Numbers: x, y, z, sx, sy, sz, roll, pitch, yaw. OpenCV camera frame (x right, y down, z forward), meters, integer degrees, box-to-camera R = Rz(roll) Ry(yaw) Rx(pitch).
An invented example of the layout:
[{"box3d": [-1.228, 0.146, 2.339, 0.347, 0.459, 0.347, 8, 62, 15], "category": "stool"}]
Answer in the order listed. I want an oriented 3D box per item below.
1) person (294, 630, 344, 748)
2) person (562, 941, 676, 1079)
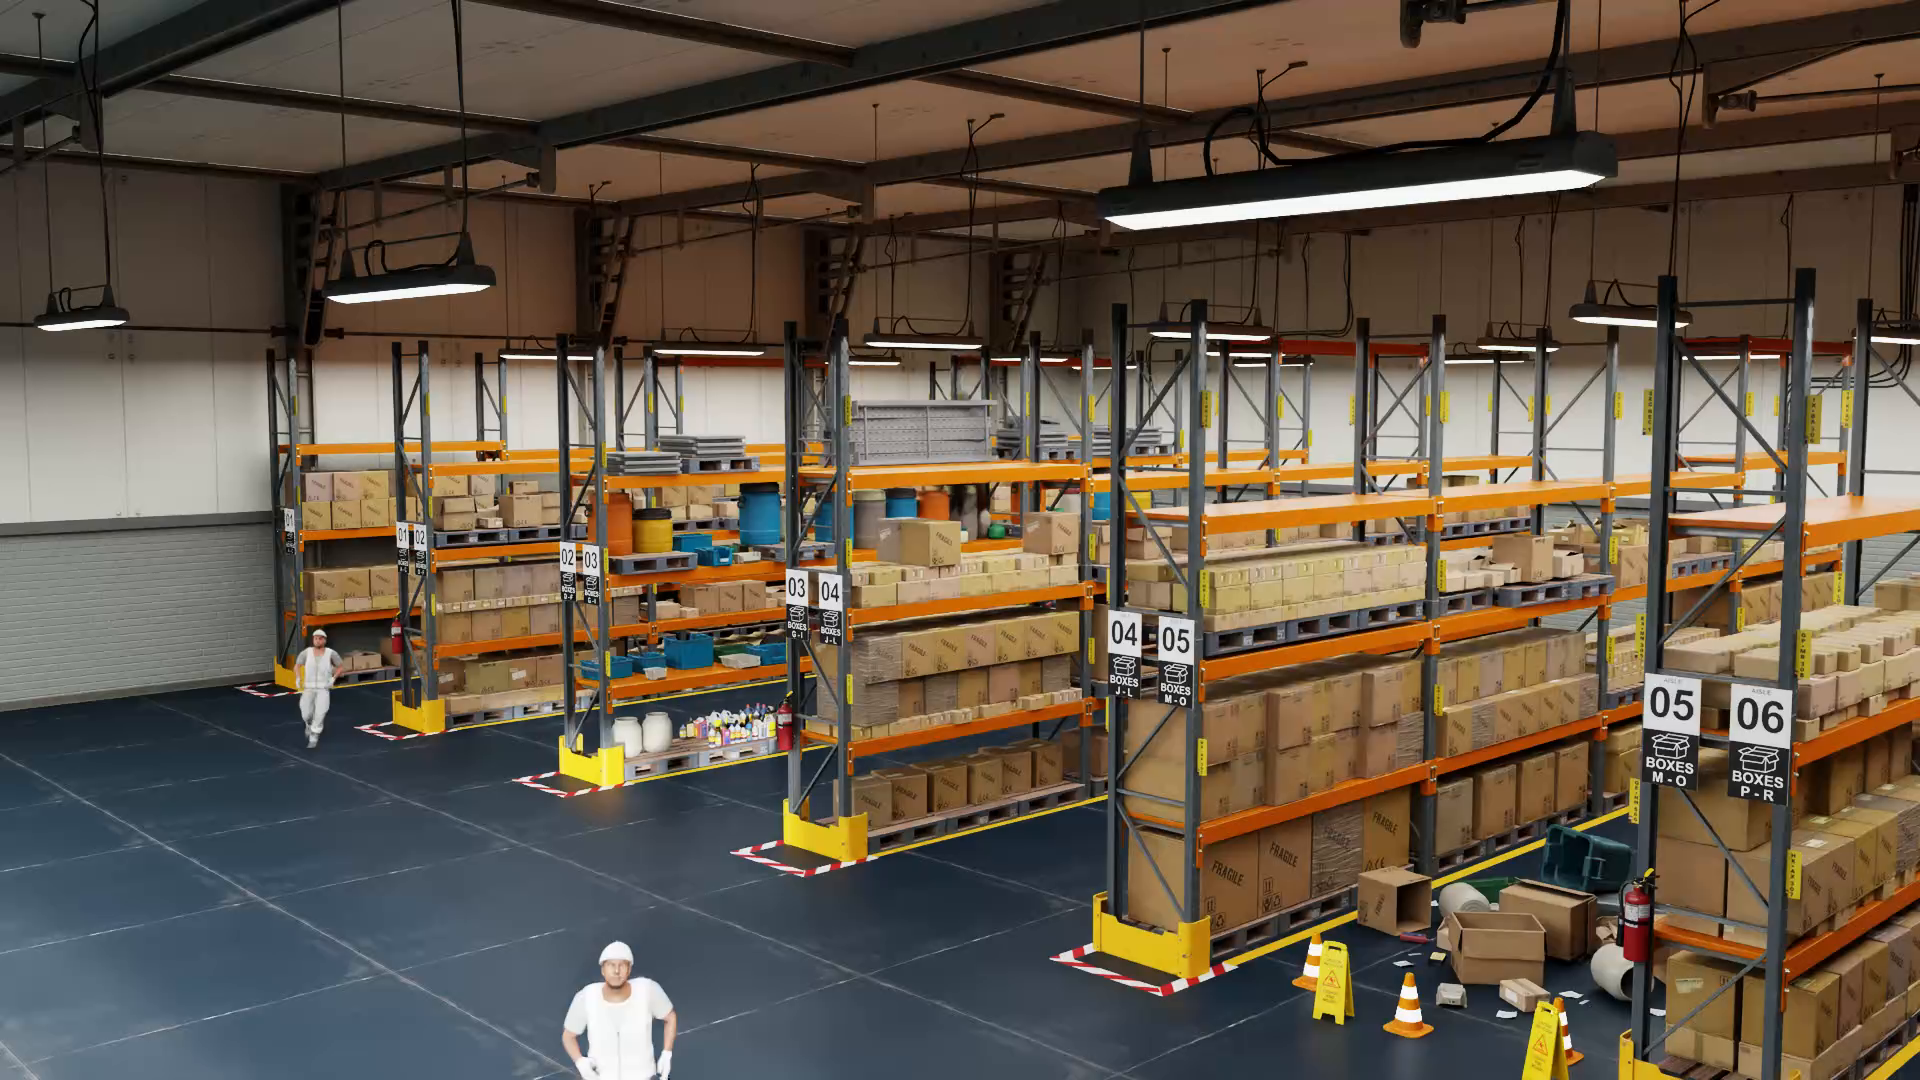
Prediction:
[{"box3d": [-9.464, 2.178, 24.569, 0.687, 1.734, 0.586, -1, 5, -14], "category": "person"}, {"box3d": [-2.154, 3.396, 10.546, 0.718, 1.739, 0.627, -1, 5, -12], "category": "person"}]
